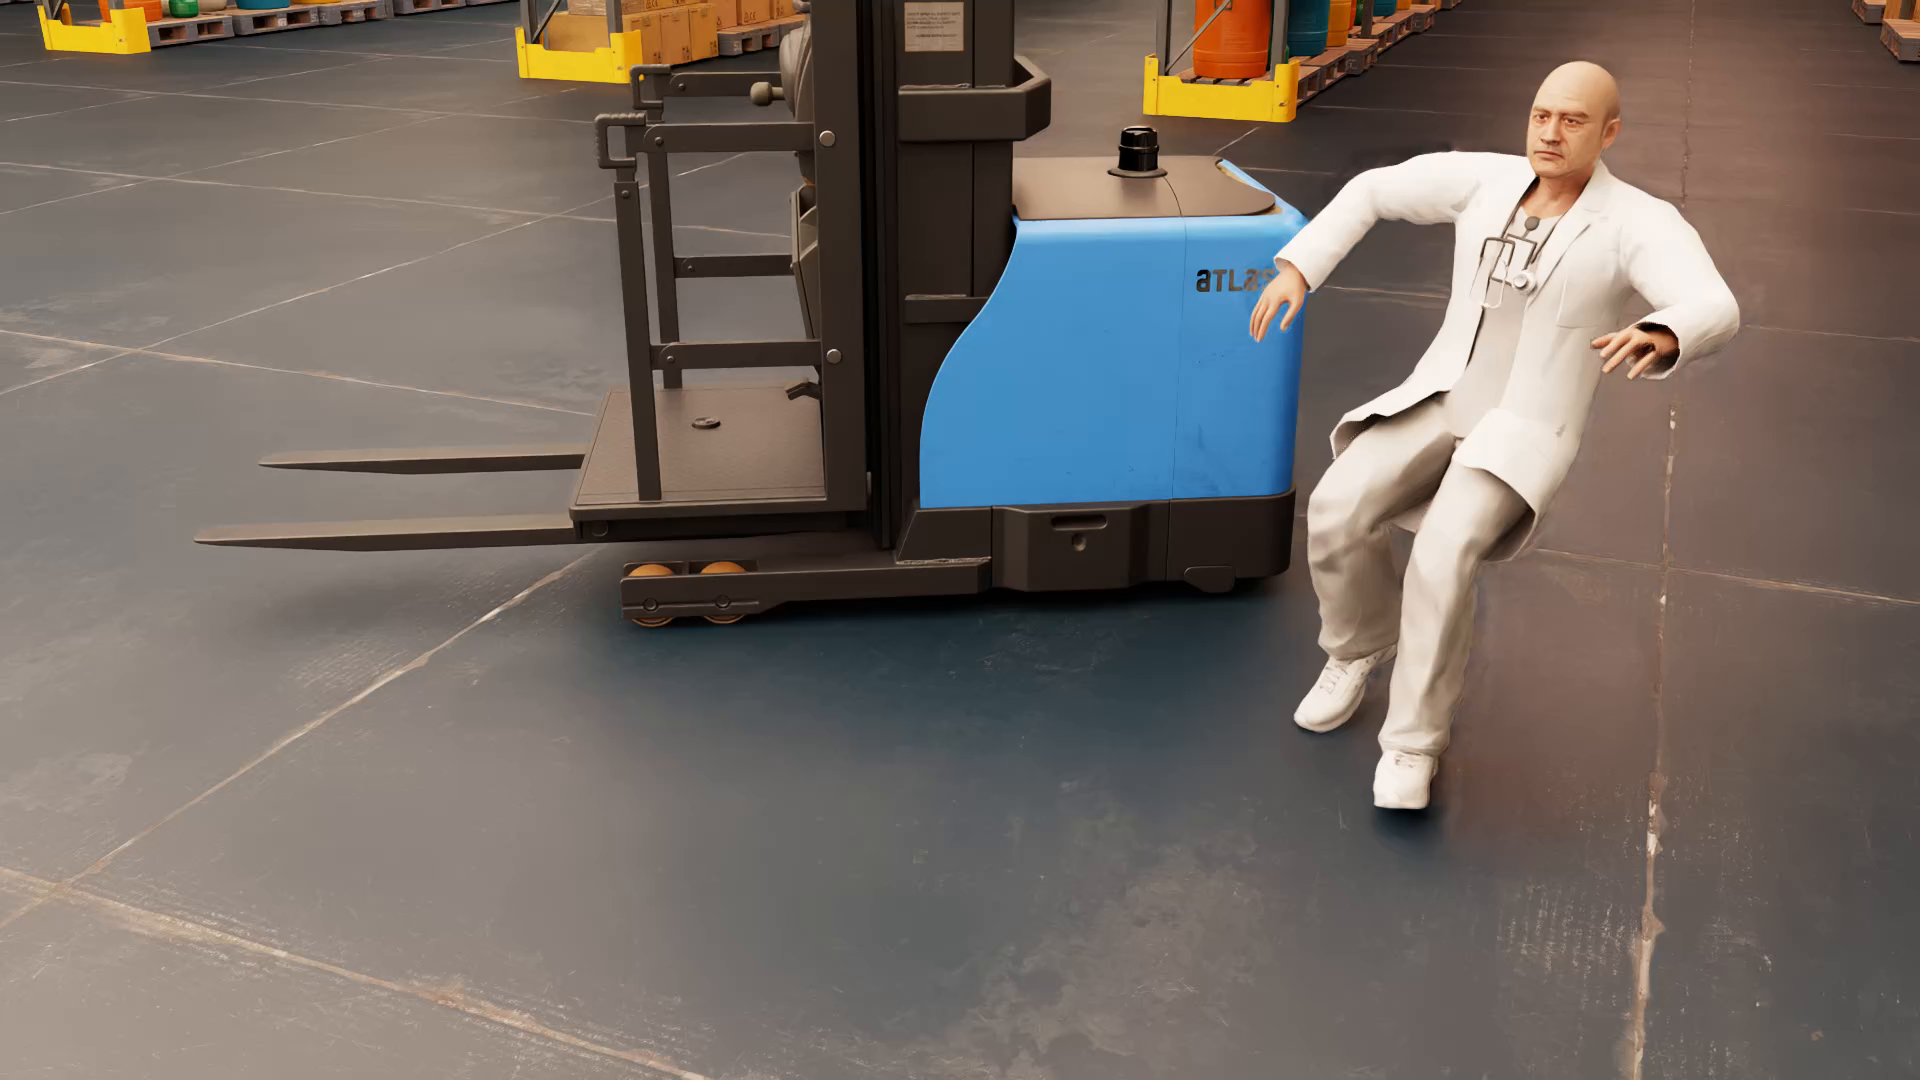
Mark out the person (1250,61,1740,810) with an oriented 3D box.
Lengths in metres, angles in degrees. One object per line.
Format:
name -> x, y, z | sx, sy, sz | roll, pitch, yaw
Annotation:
person -> 1.078, -0.247, 3.683 | 1.065, 1.535, 0.896 | 16, 28, 34

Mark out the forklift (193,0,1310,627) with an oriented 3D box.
forklift -> -0.608, -1.330, 4.473 | 3.031, 2.935, 1.130 | -2, 23, -5
